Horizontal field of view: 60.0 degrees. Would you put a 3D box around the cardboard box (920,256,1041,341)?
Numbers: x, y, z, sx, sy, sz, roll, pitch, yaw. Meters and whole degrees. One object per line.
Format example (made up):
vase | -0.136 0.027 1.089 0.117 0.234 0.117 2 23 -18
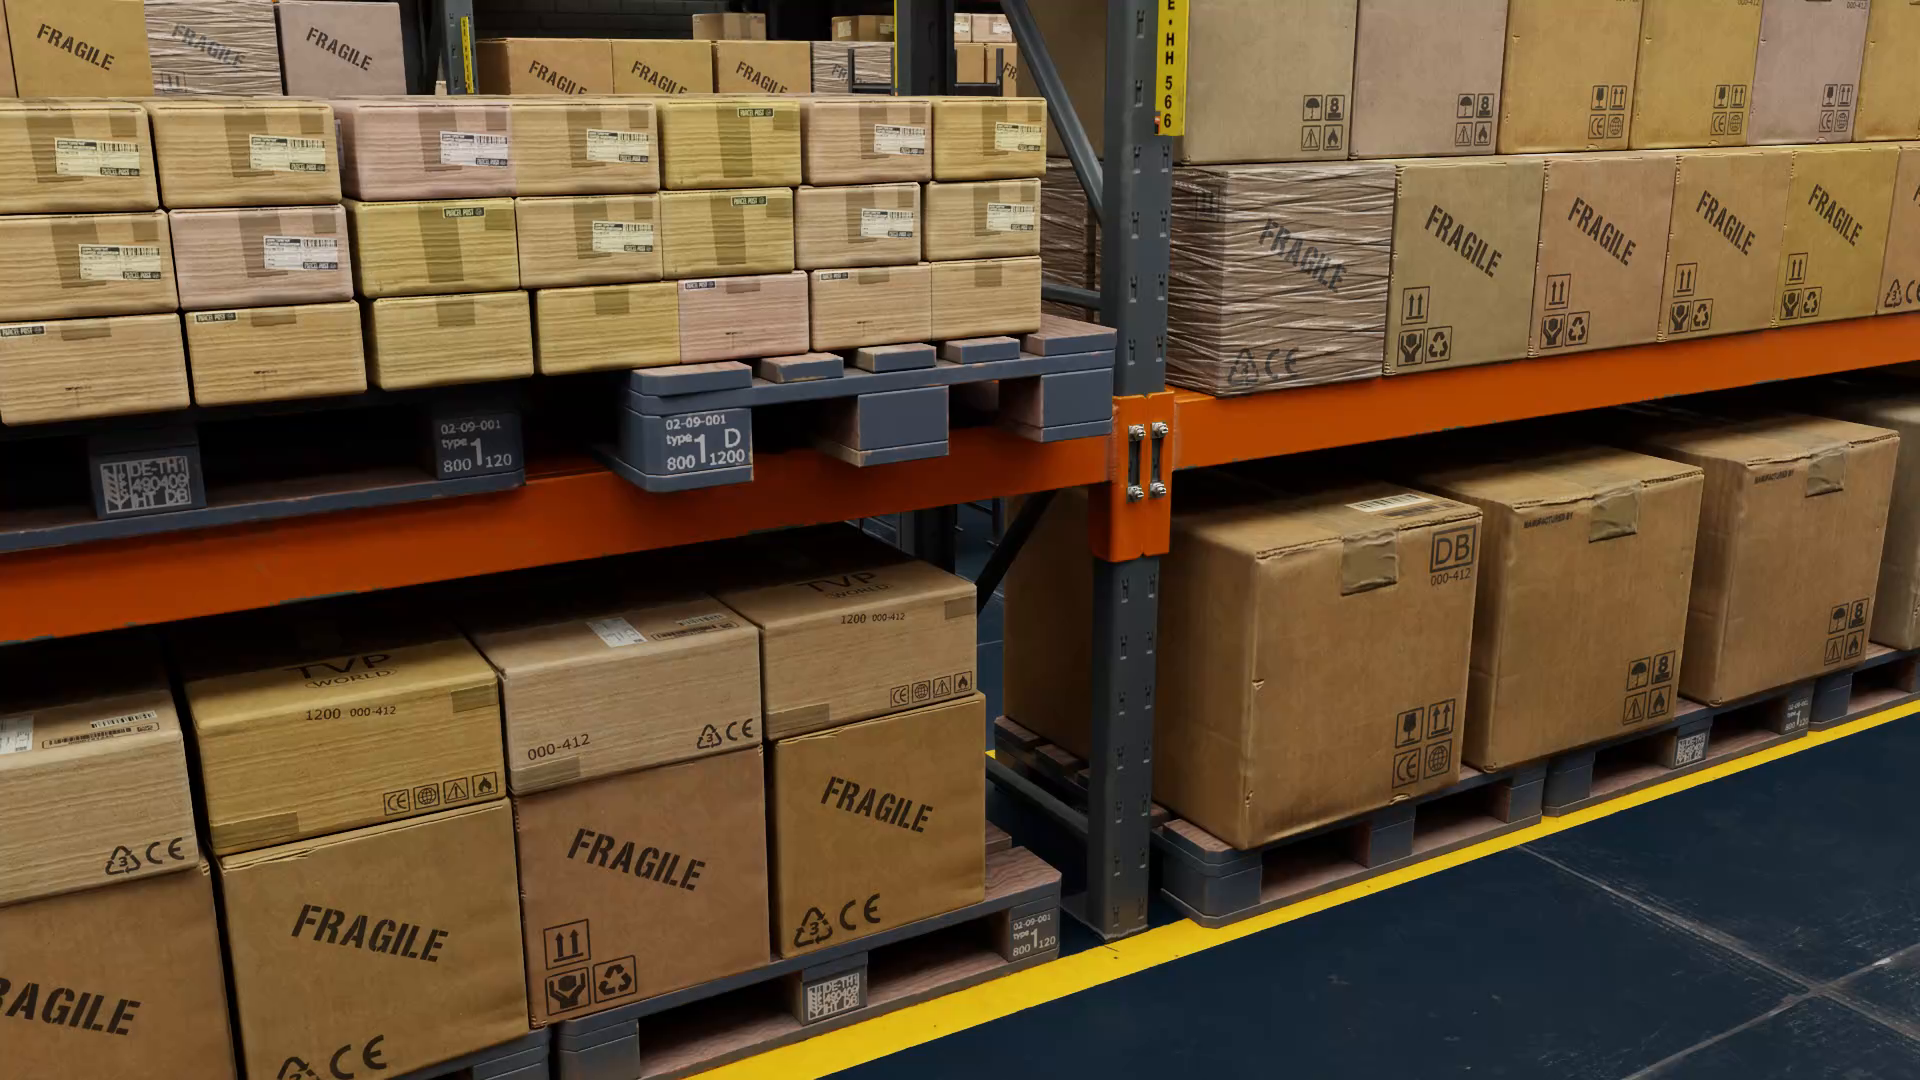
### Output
cardboard box | -0.041 -0.509 3.357 0.250 0.149 0.380 -9 18 -29

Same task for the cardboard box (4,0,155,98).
cardboard box | -3.664 -1.991 6.917 0.500 0.500 0.500 -9 18 -30

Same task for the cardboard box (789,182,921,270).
cardboard box | -0.271 -0.616 3.187 0.250 0.149 0.380 -8 18 -28

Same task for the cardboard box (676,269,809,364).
cardboard box | -0.475 -0.440 3.108 0.250 0.149 0.380 -9 18 -29

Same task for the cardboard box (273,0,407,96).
cardboard box | -2.799 -2.132 7.419 0.500 0.500 0.500 -10 18 -31

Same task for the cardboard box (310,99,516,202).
cardboard box | -0.916 -0.656 2.777 0.250 0.149 0.380 -9 18 -30

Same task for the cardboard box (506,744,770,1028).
cardboard box | -0.731 0.622 3.488 0.500 0.500 0.500 -8 18 -27

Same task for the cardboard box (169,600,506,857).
cardboard box | -1.177 0.333 3.130 0.500 0.250 0.500 -9 18 -28

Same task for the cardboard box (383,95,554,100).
cardboard box | -1.019 -0.844 3.447 0.250 0.149 0.380 -10 19 -32

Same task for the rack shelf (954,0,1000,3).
rack shelf | 0.093 -4.814 14.802 4.000 0.370 1.077 -9 18 -30

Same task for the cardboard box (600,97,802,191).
cardboard box | -0.480 -0.726 3.027 0.250 0.149 0.380 -9 18 -28

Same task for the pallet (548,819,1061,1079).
pallet | -0.525 0.848 3.994 1.213 0.211 1.003 -9 18 -30

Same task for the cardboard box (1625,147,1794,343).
cardboard box | 1.964 -0.861 4.740 0.500 0.500 0.500 -9 18 -30

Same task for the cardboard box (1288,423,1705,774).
cardboard box | 1.461 0.092 4.915 0.750 0.750 1.050 -9 18 -29

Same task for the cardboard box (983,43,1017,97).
cardboard box | 0.236 -2.497 9.247 0.500 0.500 0.500 -9 18 -29

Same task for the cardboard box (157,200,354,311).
cardboard box | -1.148 -0.474 2.679 0.250 0.149 0.380 -9 18 -28

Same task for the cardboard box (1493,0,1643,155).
cardboard box | 1.407 -1.335 4.578 0.500 0.500 0.700 -10 18 -31

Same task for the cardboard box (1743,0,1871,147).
cardboard box | 2.278 -1.476 5.081 0.500 0.500 0.700 -9 18 -29

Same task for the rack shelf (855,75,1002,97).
rack shelf | -0.142 -1.649 6.859 0.480 0.518 0.431 -9 18 -30

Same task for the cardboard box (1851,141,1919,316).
cardboard box | 2.831 -1.003 5.244 0.500 0.500 0.500 -9 18 -30

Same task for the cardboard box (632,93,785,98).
cardboard box | -0.579 -0.913 3.696 0.250 0.149 0.380 -10 18 -31

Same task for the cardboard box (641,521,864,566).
cardboard box | -0.570 0.077 4.042 0.500 0.250 0.500 -10 19 -32

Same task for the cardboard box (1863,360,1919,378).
cardboard box | 4.149 -0.410 6.472 0.875 0.875 0.875 -9 18 -29

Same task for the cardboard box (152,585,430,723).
cardboard box | -1.436 0.213 3.555 0.500 0.250 0.500 -9 18 -29

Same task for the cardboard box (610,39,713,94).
cardboard box | -1.543 -2.211 8.226 0.500 0.500 0.500 -8 18 -27

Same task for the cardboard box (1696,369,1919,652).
cardboard box | 3.088 -0.171 5.853 0.750 0.750 1.050 -9 18 -30

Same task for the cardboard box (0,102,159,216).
cardboard box | -1.372 -0.581 2.512 0.250 0.149 0.380 -9 18 -28

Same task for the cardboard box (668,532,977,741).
cardboard box | -0.306 0.193 3.628 0.500 0.250 0.500 -10 18 -31

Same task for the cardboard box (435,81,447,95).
cardboard box | -3.972 -3.337 12.371 0.250 0.149 0.380 -9 18 -29

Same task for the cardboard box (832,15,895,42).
cardboard box | -0.525 -2.838 9.260 0.250 0.149 0.380 -8 18 -27

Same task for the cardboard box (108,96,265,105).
cardboard box | -1.476 -0.768 3.179 0.250 0.149 0.380 -9 18 -28

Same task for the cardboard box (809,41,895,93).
cardboard box | -0.658 -2.354 8.736 0.500 0.500 0.500 -10 19 -32

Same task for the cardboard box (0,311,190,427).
cardboard box | -1.375 -0.294 2.588 0.250 0.149 0.380 -10 19 -32

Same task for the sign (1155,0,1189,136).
sign | 0.433 -0.998 3.415 0.005 0.325 0.100 -9 18 -30

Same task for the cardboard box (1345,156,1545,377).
cardboard box | 1.104 -0.723 4.245 0.500 0.500 0.500 -9 18 -30

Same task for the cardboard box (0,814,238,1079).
cardboard box | -1.619 0.763 2.983 0.500 0.500 0.500 -9 18 -29

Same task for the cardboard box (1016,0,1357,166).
cardboard box | 0.535 -1.193 4.070 0.500 0.500 0.700 -9 18 -30

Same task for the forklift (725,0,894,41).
forklift | -0.803 -2.725 11.699 3.031 2.935 1.130 -9 18 -30

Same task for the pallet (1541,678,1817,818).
pallet | 1.905 0.479 5.310 1.213 0.211 1.003 -9 18 -30

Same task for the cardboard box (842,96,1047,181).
cardboard box | -0.039 -0.797 3.280 0.250 0.149 0.380 -10 19 -32

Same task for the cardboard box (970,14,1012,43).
cardboard box | 0.075 -2.781 9.057 0.250 0.149 0.380 -10 18 -31

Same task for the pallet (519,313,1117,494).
pallet | -0.411 -0.387 3.589 1.003 0.211 1.213 -9 18 -30

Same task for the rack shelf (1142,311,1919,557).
rack shelf | 1.860 -0.535 5.093 4.000 0.370 1.077 -9 18 -30

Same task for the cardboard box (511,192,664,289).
cardboard box | -0.710 -0.544 2.930 0.250 0.149 0.380 -9 18 -30

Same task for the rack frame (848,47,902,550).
rack frame | -0.351 -0.954 6.923 0.015 2.100 0.400 -9 18 -30

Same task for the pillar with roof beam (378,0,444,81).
pillar with roof beam | -2.180 -5.165 9.162 0.400 9.000 9.100 -9 18 -30

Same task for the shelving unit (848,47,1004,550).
shelving unit | -0.142 -0.988 7.044 0.503 2.100 0.431 -9 18 -30

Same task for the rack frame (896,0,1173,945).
rack frame | 0.145 -0.603 4.004 0.127 3.000 1.000 -9 18 -30

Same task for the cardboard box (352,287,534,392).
cardboard box | -0.920 -0.368 2.852 0.250 0.149 0.380 -10 19 -32
